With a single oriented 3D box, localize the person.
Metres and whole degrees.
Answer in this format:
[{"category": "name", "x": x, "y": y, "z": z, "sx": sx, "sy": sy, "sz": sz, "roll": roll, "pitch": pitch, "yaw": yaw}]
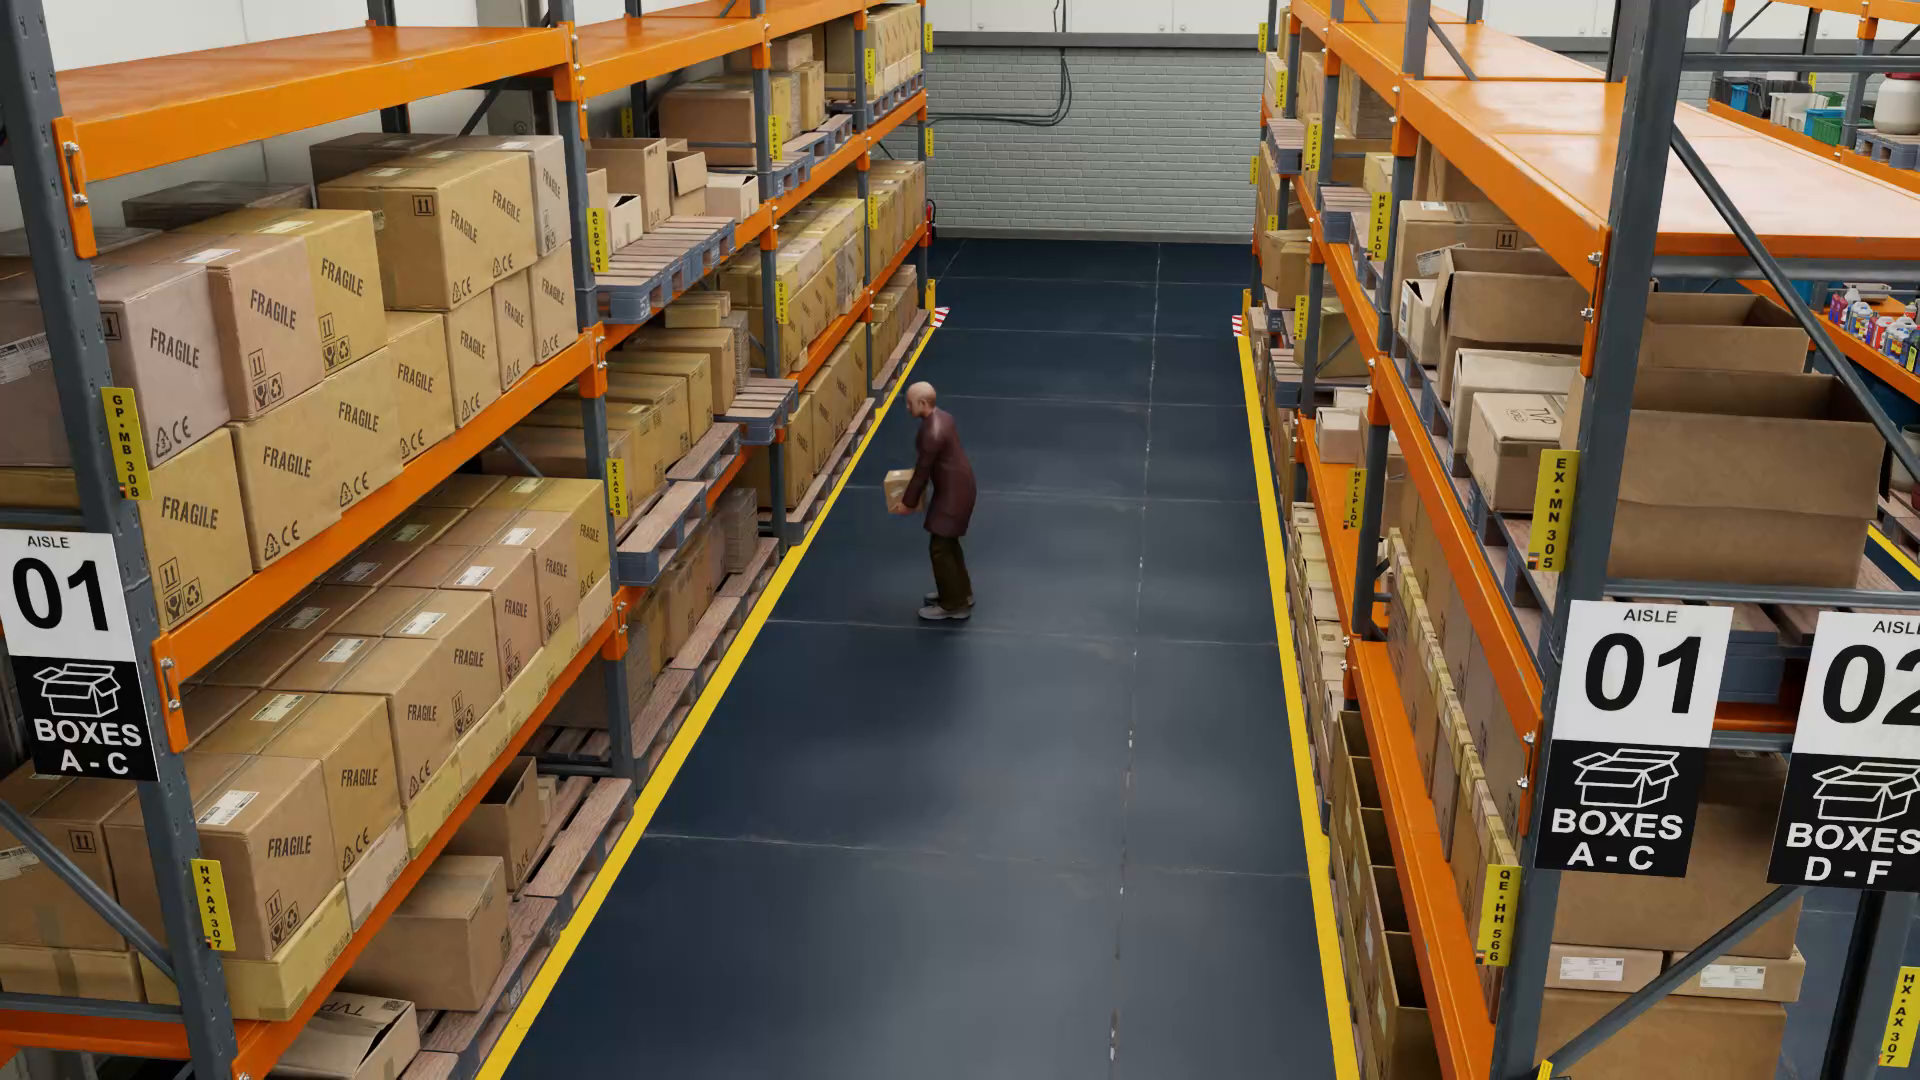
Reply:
[{"category": "person", "x": -0.183, "y": -0.297, "z": 11.941, "sx": 0.606, "sy": 1.742, "sz": 0.537, "roll": 2, "pitch": 21, "yaw": 5}]
